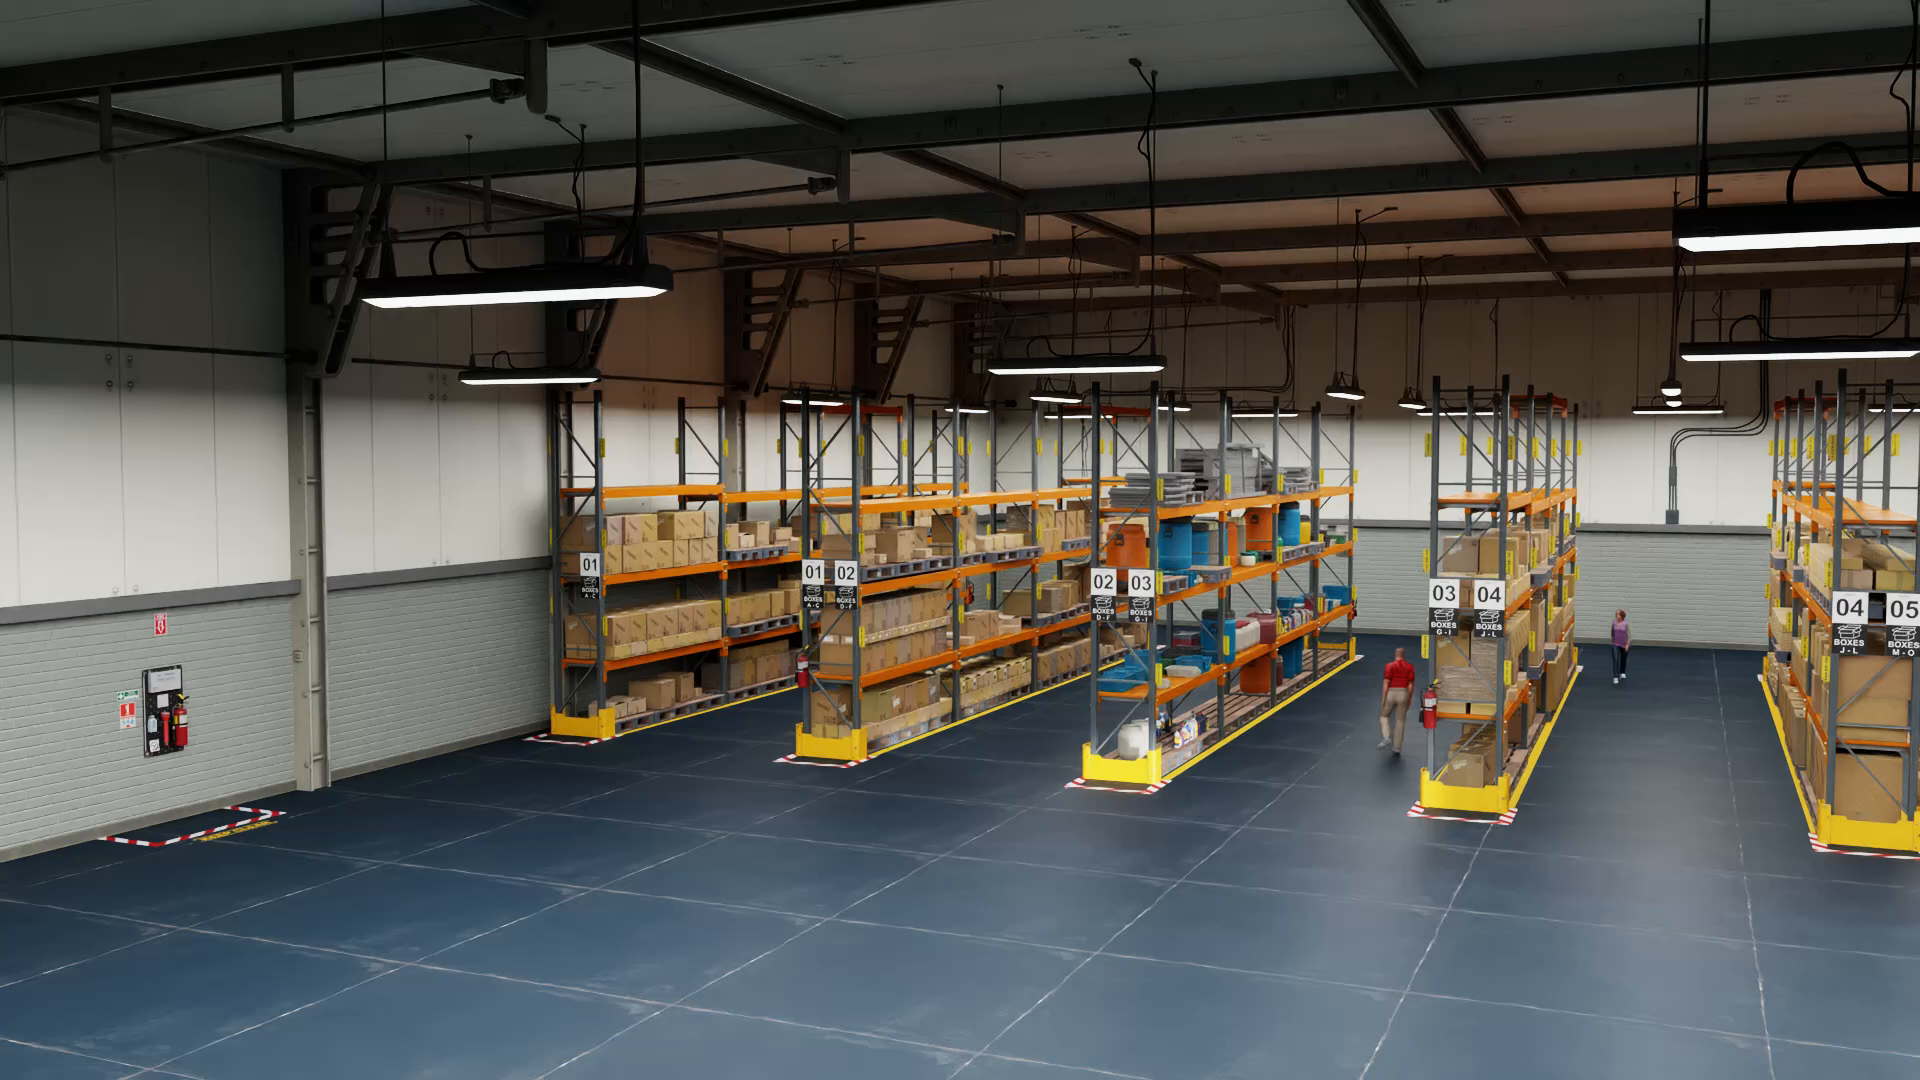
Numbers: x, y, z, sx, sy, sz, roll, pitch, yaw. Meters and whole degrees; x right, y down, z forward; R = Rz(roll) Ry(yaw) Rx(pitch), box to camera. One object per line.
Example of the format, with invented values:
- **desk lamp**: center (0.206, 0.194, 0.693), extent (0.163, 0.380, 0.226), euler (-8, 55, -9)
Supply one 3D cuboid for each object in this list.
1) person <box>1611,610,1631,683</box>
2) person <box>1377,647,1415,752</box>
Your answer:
- **person**: center (14.084, 2.249, 35.441), extent (0.393, 1.540, 0.972), euler (1, 3, 22)
- **person**: center (7.173, 2.615, 27.353), extent (0.590, 1.720, 0.462), euler (1, 3, 13)
